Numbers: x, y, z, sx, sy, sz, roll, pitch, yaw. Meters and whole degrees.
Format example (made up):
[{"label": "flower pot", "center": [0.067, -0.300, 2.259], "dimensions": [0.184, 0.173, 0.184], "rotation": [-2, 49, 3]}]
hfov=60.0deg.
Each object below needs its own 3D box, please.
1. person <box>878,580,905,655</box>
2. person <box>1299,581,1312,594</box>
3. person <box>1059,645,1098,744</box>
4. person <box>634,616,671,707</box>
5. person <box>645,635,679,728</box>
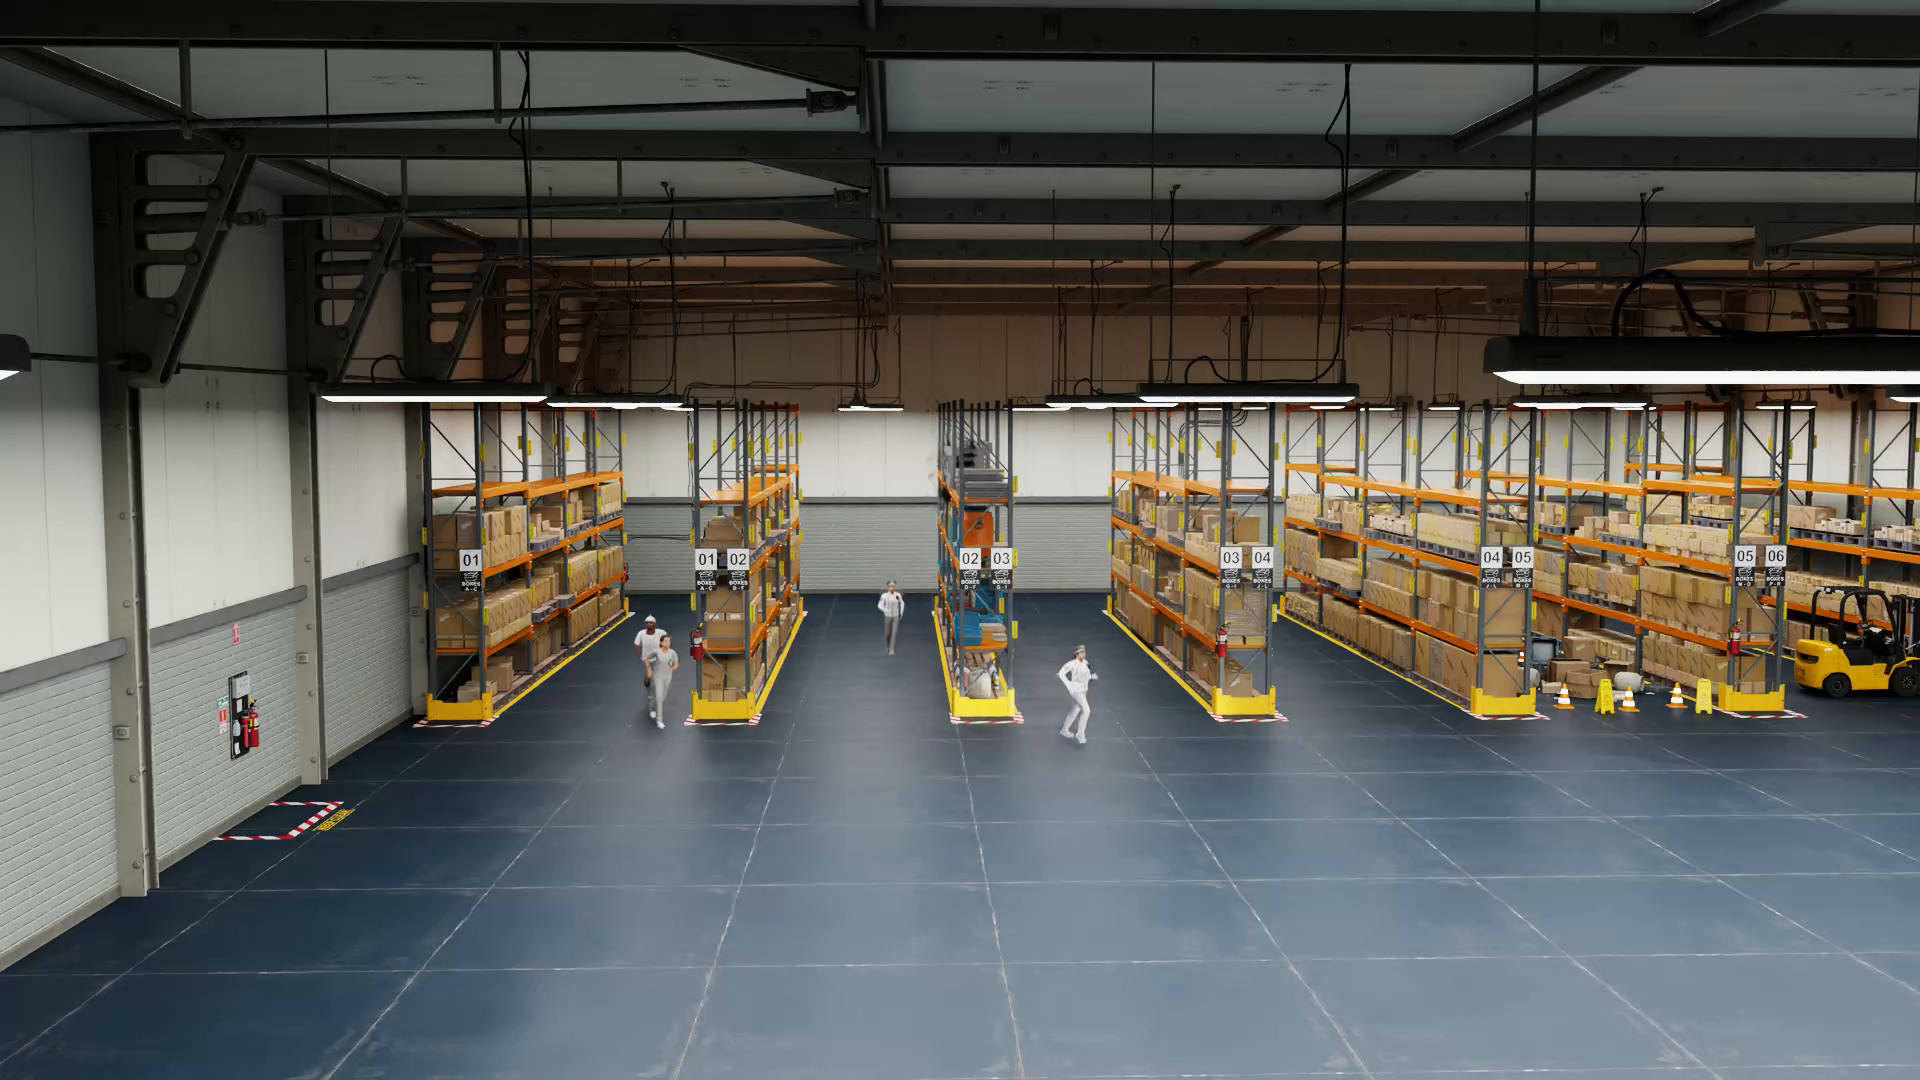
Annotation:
[{"label": "person", "center": [-1.542, 1.739, 37.643], "dimensions": [0.619, 1.676, 0.618], "rotation": [-1, 4, -9]}, {"label": "person", "center": [10.177, 1.181, 48.924], "dimensions": [0.945, 1.635, 0.602], "rotation": [3, 5, 36]}, {"label": "person", "center": [2.083, 2.689, 29.060], "dimensions": [0.720, 1.757, 0.578], "rotation": [3, 5, 37]}, {"label": "person", "center": [-6.073, 2.369, 32.831], "dimensions": [0.708, 1.760, 0.854], "rotation": [0, 4, -2]}, {"label": "person", "center": [-5.491, 2.579, 30.687], "dimensions": [0.593, 1.683, 0.891], "rotation": [-2, 5, -29]}]
